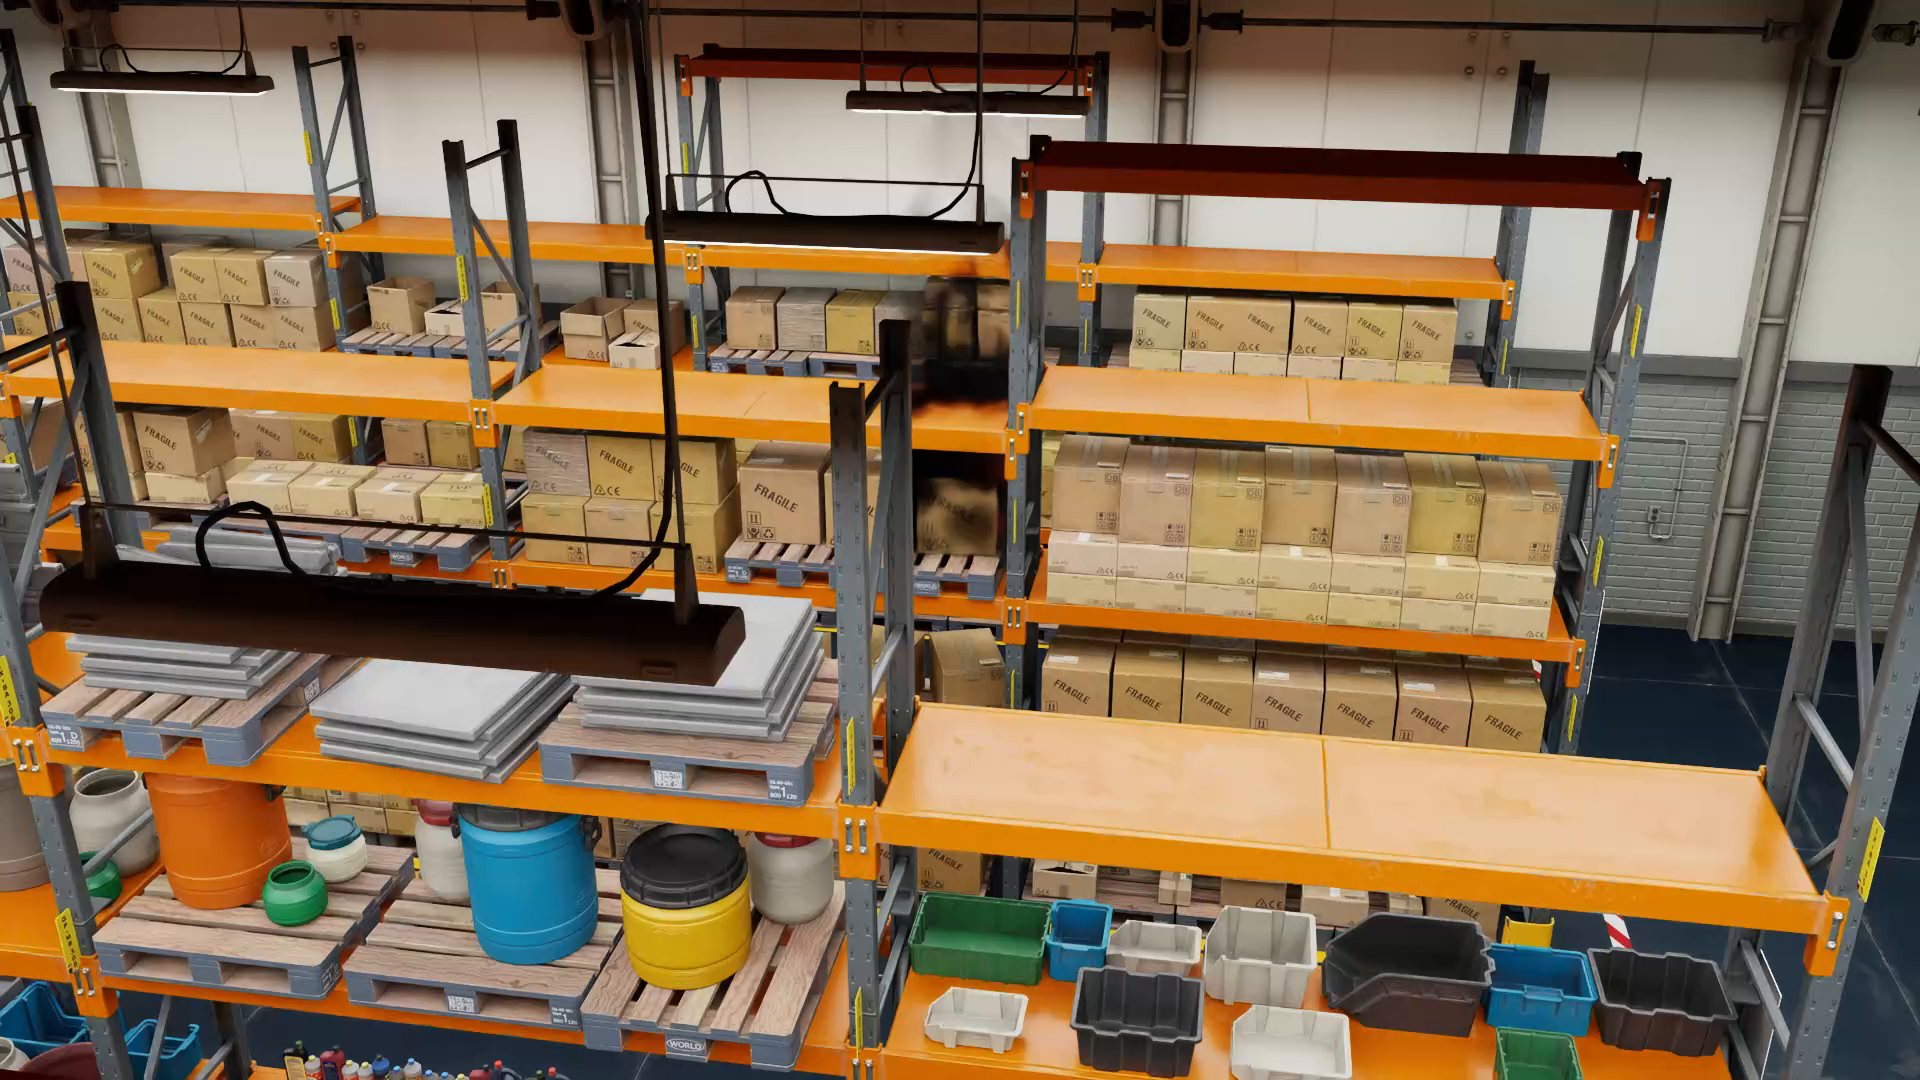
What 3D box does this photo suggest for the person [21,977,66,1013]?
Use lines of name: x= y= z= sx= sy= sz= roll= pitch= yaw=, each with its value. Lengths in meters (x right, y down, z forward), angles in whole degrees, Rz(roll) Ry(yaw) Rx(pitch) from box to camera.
person: x=-6.732 y=2.757 z=11.838 sx=0.548 sy=1.606 sz=0.640 roll=3 pitch=23 yaw=7
